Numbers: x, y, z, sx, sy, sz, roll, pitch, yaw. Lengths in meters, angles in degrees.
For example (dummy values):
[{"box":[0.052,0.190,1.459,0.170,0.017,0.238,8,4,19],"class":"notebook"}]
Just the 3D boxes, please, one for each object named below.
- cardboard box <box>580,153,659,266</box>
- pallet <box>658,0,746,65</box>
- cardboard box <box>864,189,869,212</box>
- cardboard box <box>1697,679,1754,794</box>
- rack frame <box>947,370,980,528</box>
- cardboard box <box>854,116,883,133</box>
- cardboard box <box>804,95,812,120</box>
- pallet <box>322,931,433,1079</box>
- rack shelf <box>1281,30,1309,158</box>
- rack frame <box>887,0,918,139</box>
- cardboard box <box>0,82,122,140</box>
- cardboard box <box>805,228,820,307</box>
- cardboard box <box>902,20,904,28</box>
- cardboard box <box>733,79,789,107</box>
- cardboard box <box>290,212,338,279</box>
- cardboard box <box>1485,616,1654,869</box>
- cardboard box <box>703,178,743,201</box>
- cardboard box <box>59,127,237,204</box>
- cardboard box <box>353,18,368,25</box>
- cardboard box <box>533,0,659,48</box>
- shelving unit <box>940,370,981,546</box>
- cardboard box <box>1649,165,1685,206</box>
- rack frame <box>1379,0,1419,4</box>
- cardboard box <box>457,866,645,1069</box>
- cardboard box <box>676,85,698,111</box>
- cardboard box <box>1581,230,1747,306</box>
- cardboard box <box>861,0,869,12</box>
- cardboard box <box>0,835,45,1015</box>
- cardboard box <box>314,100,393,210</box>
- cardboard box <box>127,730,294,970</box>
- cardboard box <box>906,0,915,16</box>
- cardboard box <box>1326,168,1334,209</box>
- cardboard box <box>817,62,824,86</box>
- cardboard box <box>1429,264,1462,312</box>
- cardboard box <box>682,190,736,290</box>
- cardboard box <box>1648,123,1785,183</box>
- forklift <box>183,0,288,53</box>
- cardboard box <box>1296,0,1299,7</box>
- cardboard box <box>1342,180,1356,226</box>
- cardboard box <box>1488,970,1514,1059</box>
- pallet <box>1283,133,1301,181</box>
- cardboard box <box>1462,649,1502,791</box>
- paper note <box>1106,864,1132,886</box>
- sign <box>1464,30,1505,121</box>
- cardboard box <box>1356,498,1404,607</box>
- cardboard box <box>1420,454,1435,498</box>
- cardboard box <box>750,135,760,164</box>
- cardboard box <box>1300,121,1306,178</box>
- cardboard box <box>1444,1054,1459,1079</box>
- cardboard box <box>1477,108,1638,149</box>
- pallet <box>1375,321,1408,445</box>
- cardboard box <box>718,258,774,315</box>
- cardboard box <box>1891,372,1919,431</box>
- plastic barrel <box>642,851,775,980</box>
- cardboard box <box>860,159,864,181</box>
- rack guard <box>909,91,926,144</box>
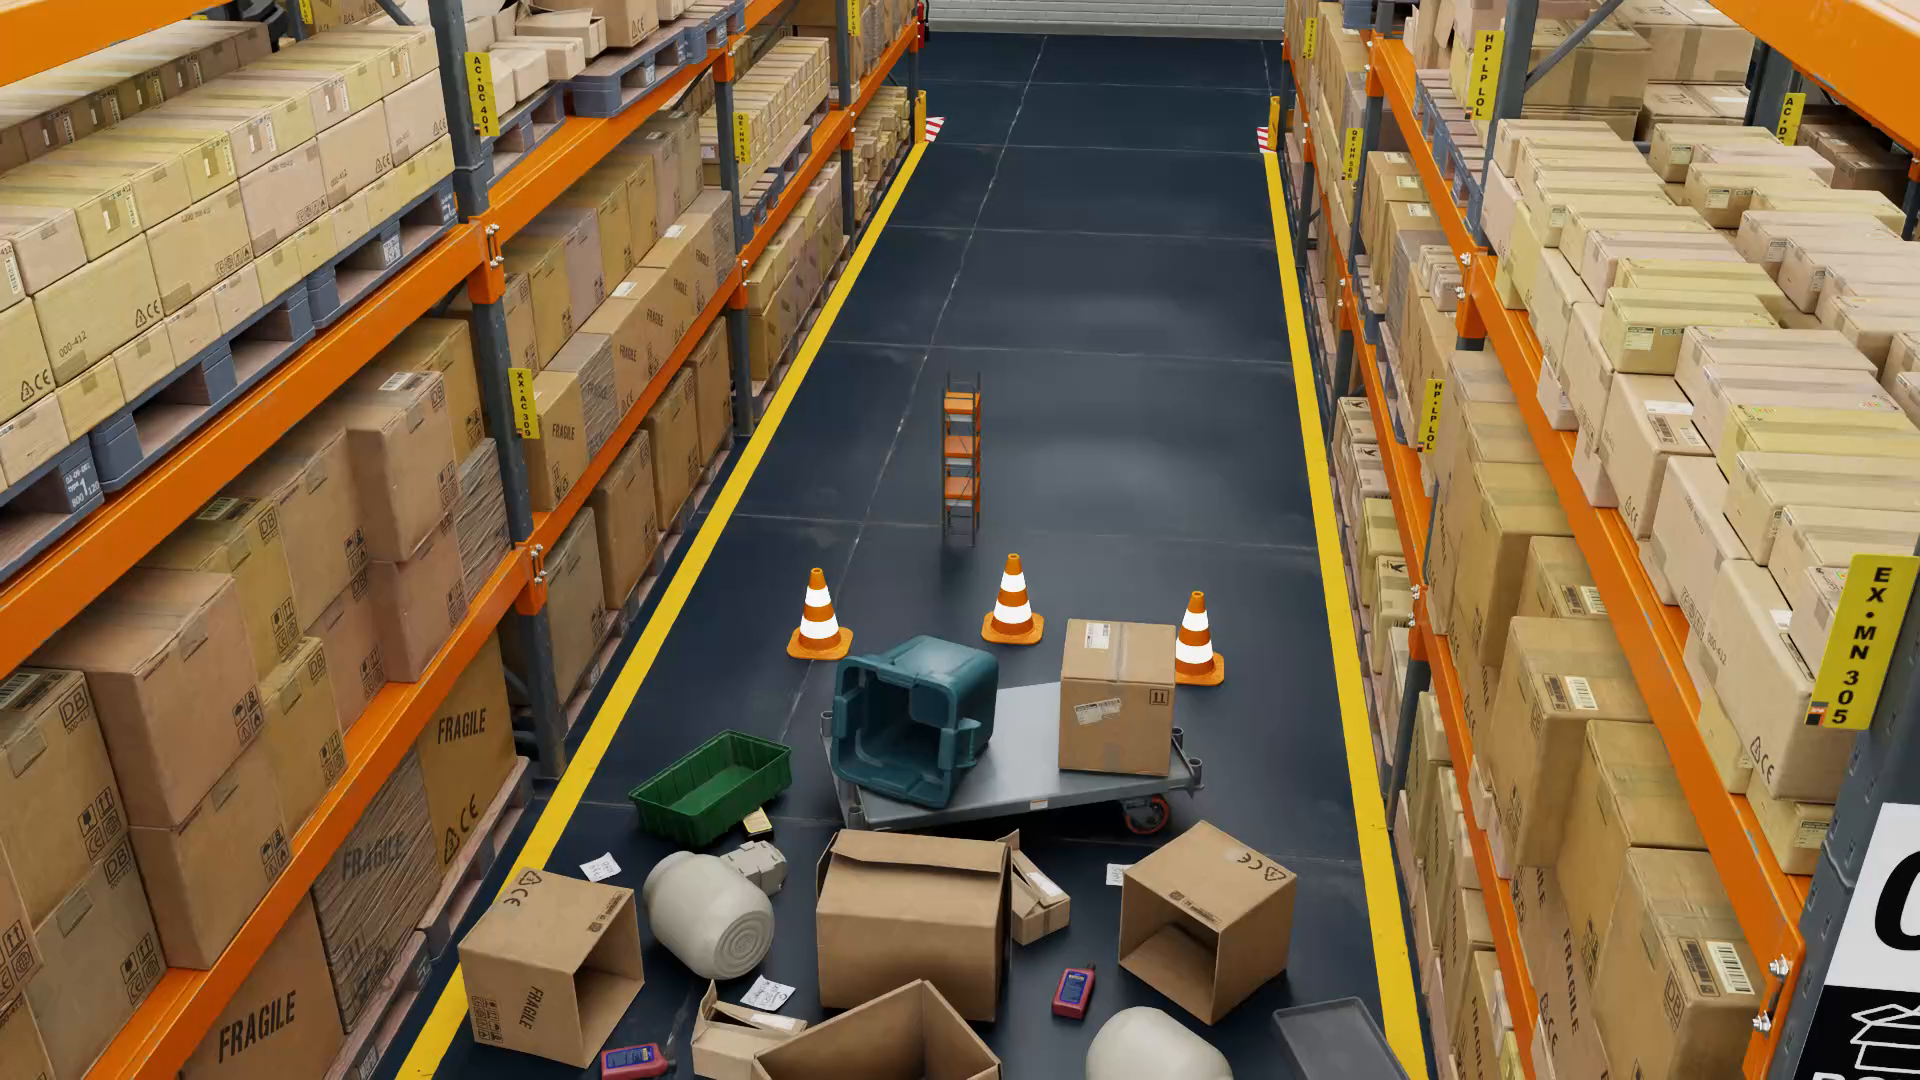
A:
[{"box":[-2.131,-1.880,9.418,0.700,0.500,0.500,3,28,5],"class":"cardboard box"},{"box":[-1.971,-3.018,9.726,1.213,0.211,1.003,5,29,9],"class":"pallet"},{"box":[-1.058,-3.177,15.548,0.380,0.149,0.250,4,29,8],"class":"cardboard box"},{"box":[1.765,0.406,3.436,0.380,0.149,0.250,4,29,7],"class":"cardboard box"},{"box":[0.022,-0.545,10.154,0.200,1.050,0.008,3,28,6],"class":"rack frame"},{"box":[-0.986,-4.171,16.764,0.380,0.149,0.250,2,28,4],"class":"cardboard box"},{"box":[-1.401,-3.488,13.384,0.380,0.149,0.250,2,28,4],"class":"cardboard box"},{"box":[-2.752,1.953,6.402,1.003,0.211,1.213,3,28,6],"class":"pallet"},{"box":[3.716,-4.354,15.928,1.077,0.370,4.000,3,28,6],"class":"rack shelf"},{"box":[-0.964,-5.852,17.951,1.000,3.000,0.127,3,28,6],"class":"rack frame"},{"box":[-2.939,-1.362,5.329,0.380,0.149,0.250,4,29,7],"class":"cardboard box"},{"box":[-1.425,-2.208,13.379,0.500,0.500,0.500,3,28,5],"class":"cardboard box"},{"box":[-0.791,-5.457,17.482,0.380,0.149,0.250,3,28,6],"class":"cardboard box"},{"box":[-1.502,-3.365,12.529,0.380,0.149,0.250,3,28,5],"class":"cardboard box"},{"box":[-2.286,-0.975,5.451,0.380,0.149,0.250,4,29,7],"class":"cardboard box"},{"box":[1.876,0.567,4.562,0.700,0.500,0.500,3,28,6],"class":"cardboard box"},{"box":[-1.689,-2.360,11.290,0.380,0.149,0.250,3,28,5],"class":"cardboard box"},{"box":[-2.349,-1.088,4.821,0.380,0.149,0.250,4,29,7],"class":"cardboard box"},{"box":[-5.981,-4.810,15.860,0.500,0.250,0.500,3,28,6],"class":"cardboard box"},{"box":[-1.879,-2.846,8.553,0.500,0.500,0.500,3,28,6],"class":"cardboard box"},{"box":[0.007,-0.487,10.048,0.215,1.050,0.252,3,28,6],"class":"shelving unit"},{"box":[2.704,-1.125,5.857,0.500,0.250,0.500,3,28,6],"class":"cardboard box"},{"box":[2.981,-4.488,9.092,1.000,3.000,0.127,3,28,6],"class":"rack frame"},{"box":[-1.606,1.686,6.591,0.500,0.500,0.500,8,29,15],"class":"cardboard box"},{"box":[-2.179,-3.289,12.387,0.380,0.149,0.250,5,29,9],"class":"cardboard box"},{"box":[2.023,-0.779,4.795,0.380,0.149,0.250,3,28,5],"class":"cardboard box"},{"box":[-1.109,-5.028,14.947,0.500,0.500,0.500,3,28,5],"class":"cardboard box"},{"box":[-2.841,0.965,3.999,0.875,0.550,0.550,3,28,6],"class":"cardboard box"},{"box":[-2.302,-1.334,5.696,0.500,0.250,0.500,3,28,6],"class":"cardboard box"},{"box":[-2.685,0.919,5.223,0.875,0.550,0.550,3,28,6],"class":"cardboard box"},{"box":[-0.764,-5.801,17.436,0.500,0.500,0.500,4,29,7],"class":"cardboard box"},{"box":[2.910,-2.511,11.907,0.500,0.250,0.500,3,28,6],"class":"cardboard box"},{"box":[-1.338,-3.852,13.746,0.380,0.149,0.250,4,29,7],"class":"cardboard box"},{"box":[2.395,-1.165,7.704,0.380,0.149,0.250,3,28,5],"class":"cardboard box"},{"box":[-1.733,-1.903,10.515,0.500,0.500,0.500,3,28,6],"class":"cardboard box"},{"box":[2.669,-1.363,5.879,0.380,0.149,0.250,4,29,7],"class":"cardboard box"},{"box":[-5.140,-2.093,11.044,3.031,2.935,1.130,-4,29,-7],"class":"forklift"},{"box":[3.508,-5.401,15.953,0.500,0.500,0.500,3,28,6],"class":"cardboard box"},{"box":[2.788,-2.243,10.883,0.500,0.250,0.500,3,28,6],"class":"cardboard box"},{"box":[1.886,1.518,5.252,0.380,0.149,0.250,5,29,8],"class":"cardboard box"},{"box":[3.941,-4.004,17.459,1.003,0.211,1.213,3,28,6],"class":"pallet"},{"box":[2.047,0.525,5.693,0.500,0.500,0.500,3,28,6],"class":"cardboard box"},{"box":[0.733,1.494,7.445,0.148,0.019,0.142,3,28,6],"class":"paper note"},{"box":[1.939,-1.716,6.149,0.100,0.325,0.005,3,28,6],"class":"sign"},{"box":[2.721,0.095,9.239,0.950,0.372,0.625,4,29,8],"class":"cardboard box"},{"box":[2.280,-0.296,7.459,0.380,0.149,0.250,4,29,7],"class":"cardboard box"},{"box":[-1.625,-2.761,11.722,0.380,0.149,0.250,2,28,5],"class":"cardboard box"},{"box":[3.876,-3.922,16.625,0.875,0.438,0.875,4,29,8],"class":"cardboard box"},{"box":[1.963,2.059,5.723,0.500,0.250,0.500,2,28,4],"class":"cardboard box"},{"box":[2.419,-1.687,6.771,0.500,0.250,0.500,3,28,5],"class":"cardboard box"},{"box":[2.779,-0.828,8.827,1.003,0.211,1.213,3,28,6],"class":"pallet"},{"box":[-1.620,-1.812,11.853,0.500,0.250,0.500,2,28,4],"class":"cardboard box"},{"box":[2.393,-0.267,3.844,0.380,0.149,0.250,3,28,6],"class":"cardboard box"},{"box":[-1.051,1.553,6.920,0.421,0.421,0.512,-24,36,-37],"class":"plastic barrel"},{"box":[-1.120,-3.550,15.927,0.380,0.149,0.250,2,28,4],"class":"cardboard box"},{"box":[-0.973,-4.716,18.477,1.175,0.500,0.348,3,28,6],"class":"rack guard"}]
